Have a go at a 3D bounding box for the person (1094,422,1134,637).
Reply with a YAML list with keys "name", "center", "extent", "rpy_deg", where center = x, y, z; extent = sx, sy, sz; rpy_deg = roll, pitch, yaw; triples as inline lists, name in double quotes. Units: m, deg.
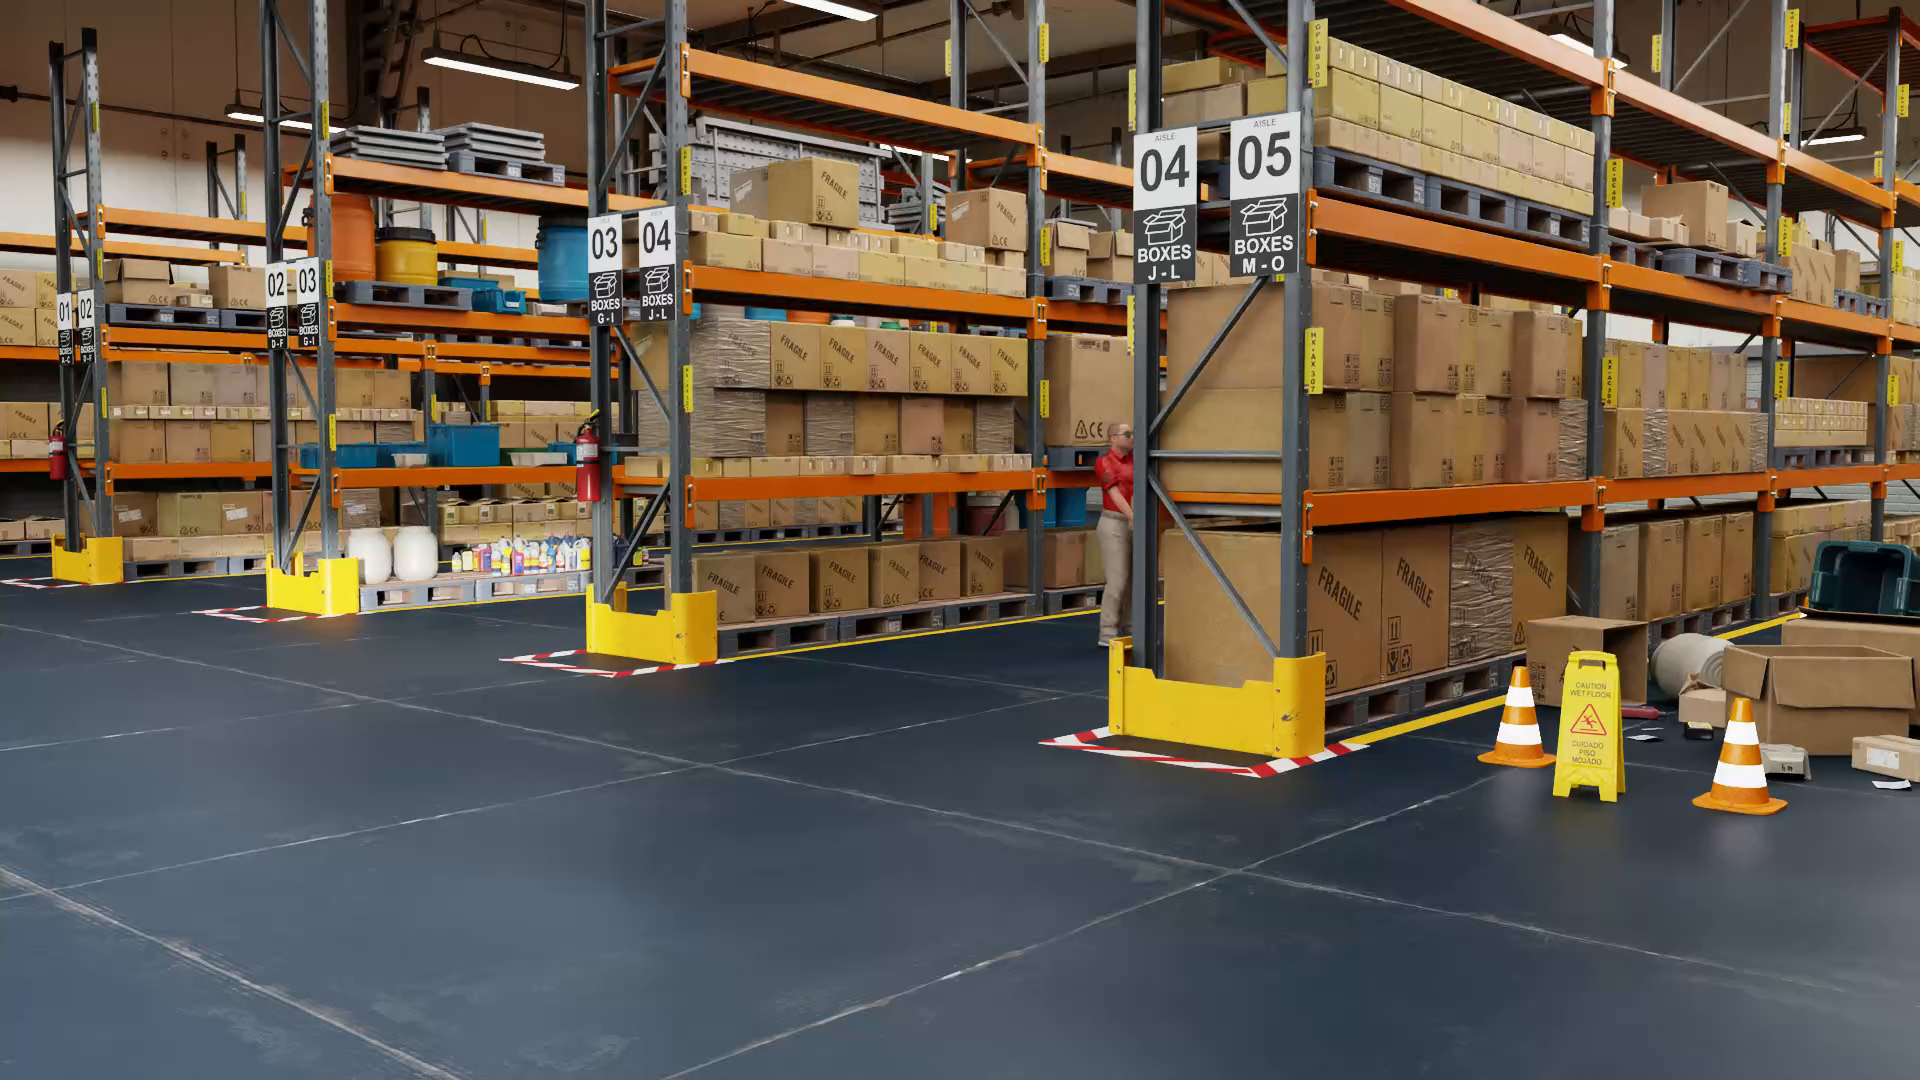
- name: "person"
  center: [1.331, -0.077, 12.630]
  extent: [0.538, 1.641, 0.494]
  rpy_deg: [3, 5, 42]
